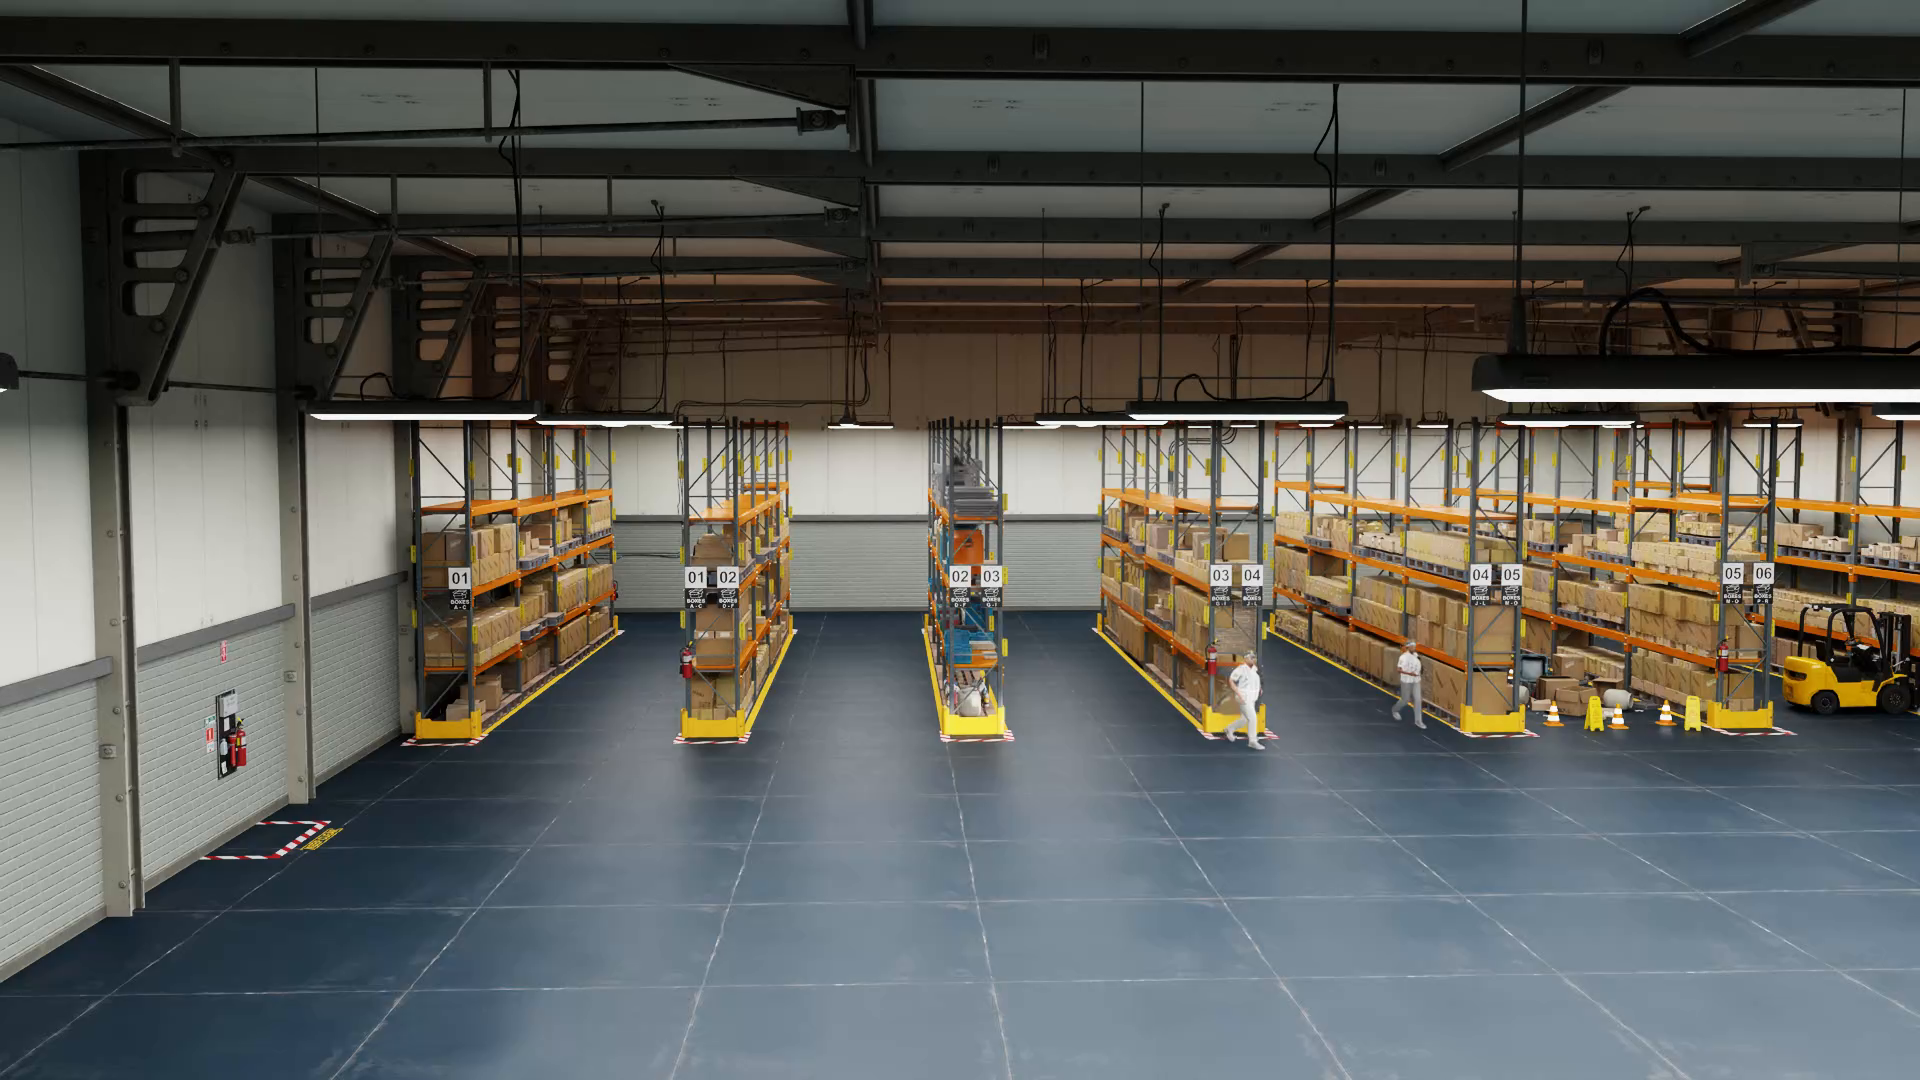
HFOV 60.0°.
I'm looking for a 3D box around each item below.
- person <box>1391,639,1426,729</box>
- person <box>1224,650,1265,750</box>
[{"bbox_3d":[8.723,2.760,32.280,0.585,1.697,0.935,-1,4,-21],"label":"person"},{"bbox_3d":[5.191,2.856,30.118,0.882,1.771,0.659,3,5,42],"label":"person"}]
